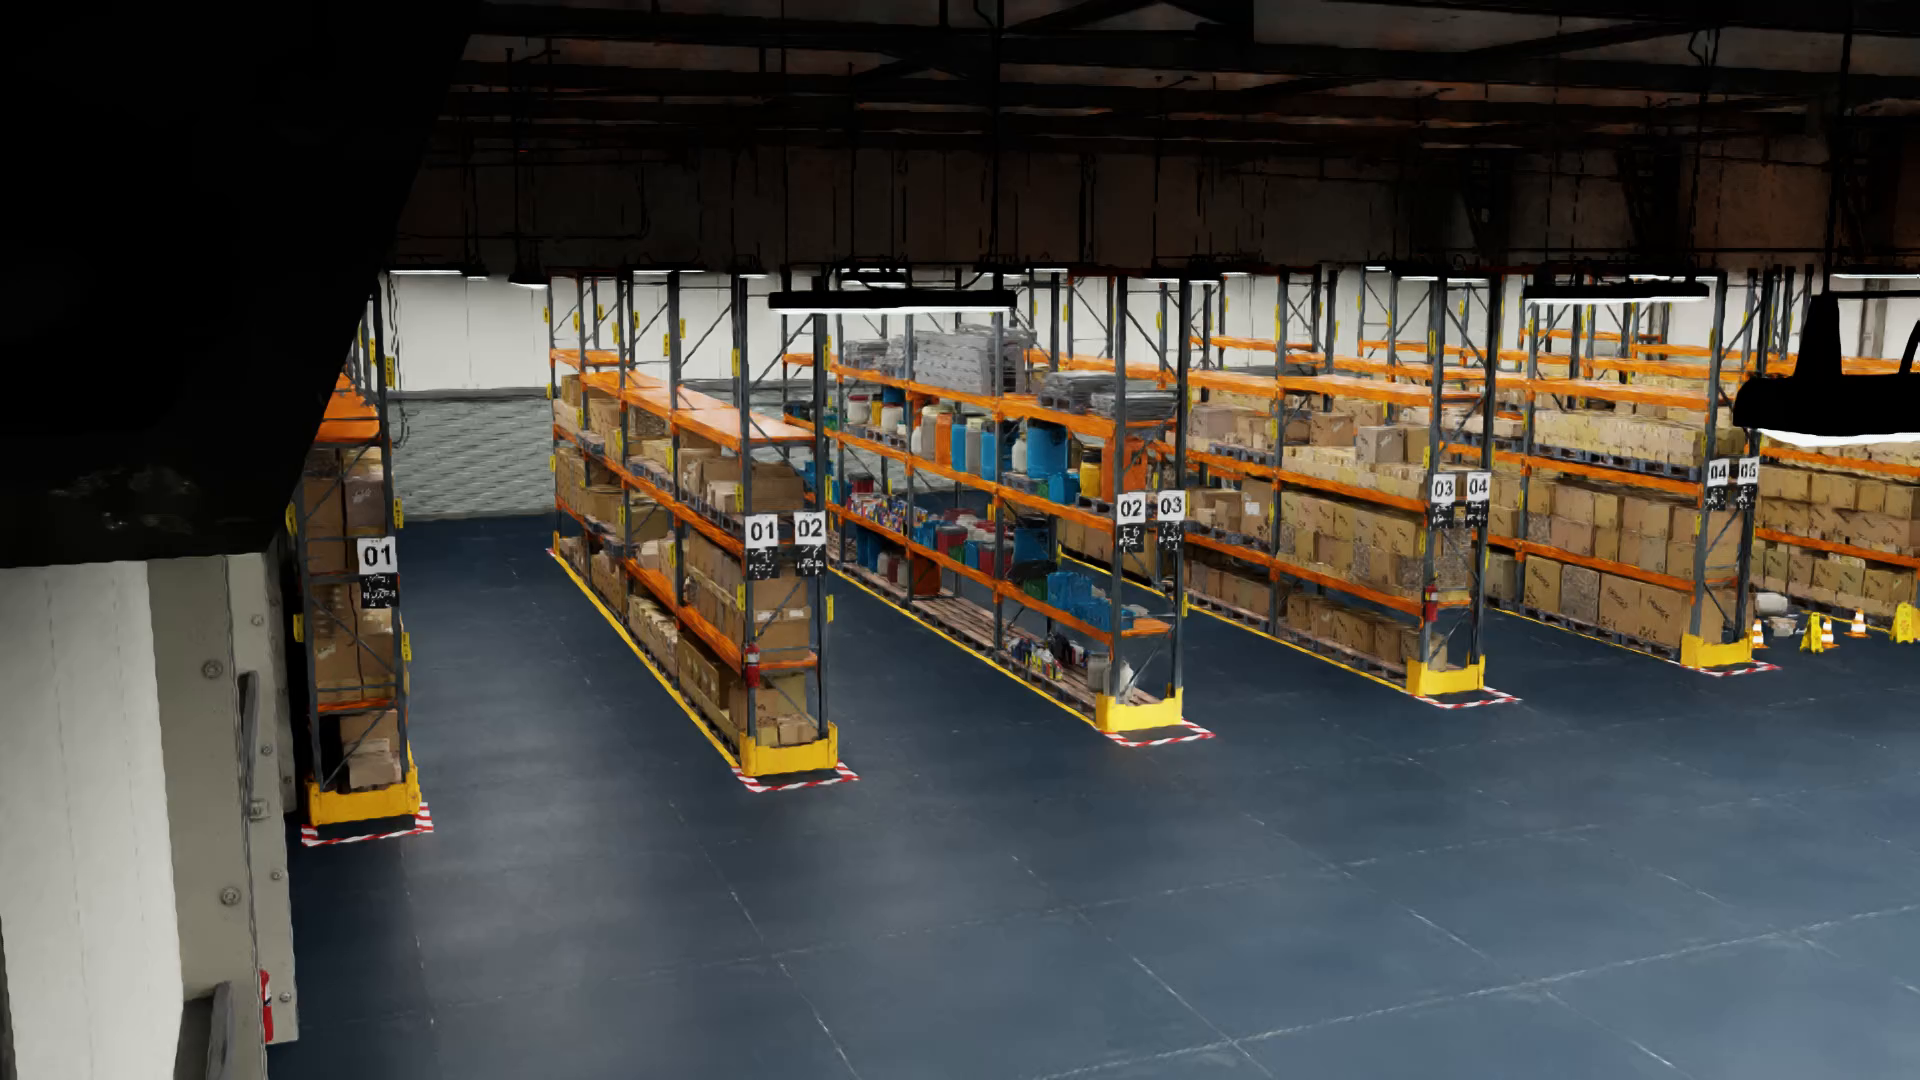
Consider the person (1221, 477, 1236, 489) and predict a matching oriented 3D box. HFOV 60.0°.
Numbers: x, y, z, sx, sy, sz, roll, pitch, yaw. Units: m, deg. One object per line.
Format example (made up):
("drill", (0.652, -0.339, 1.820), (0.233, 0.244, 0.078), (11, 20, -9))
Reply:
("person", (7.062, -2.112, 43.993), (0.510, 1.660, 0.556), (3, 10, 15))
